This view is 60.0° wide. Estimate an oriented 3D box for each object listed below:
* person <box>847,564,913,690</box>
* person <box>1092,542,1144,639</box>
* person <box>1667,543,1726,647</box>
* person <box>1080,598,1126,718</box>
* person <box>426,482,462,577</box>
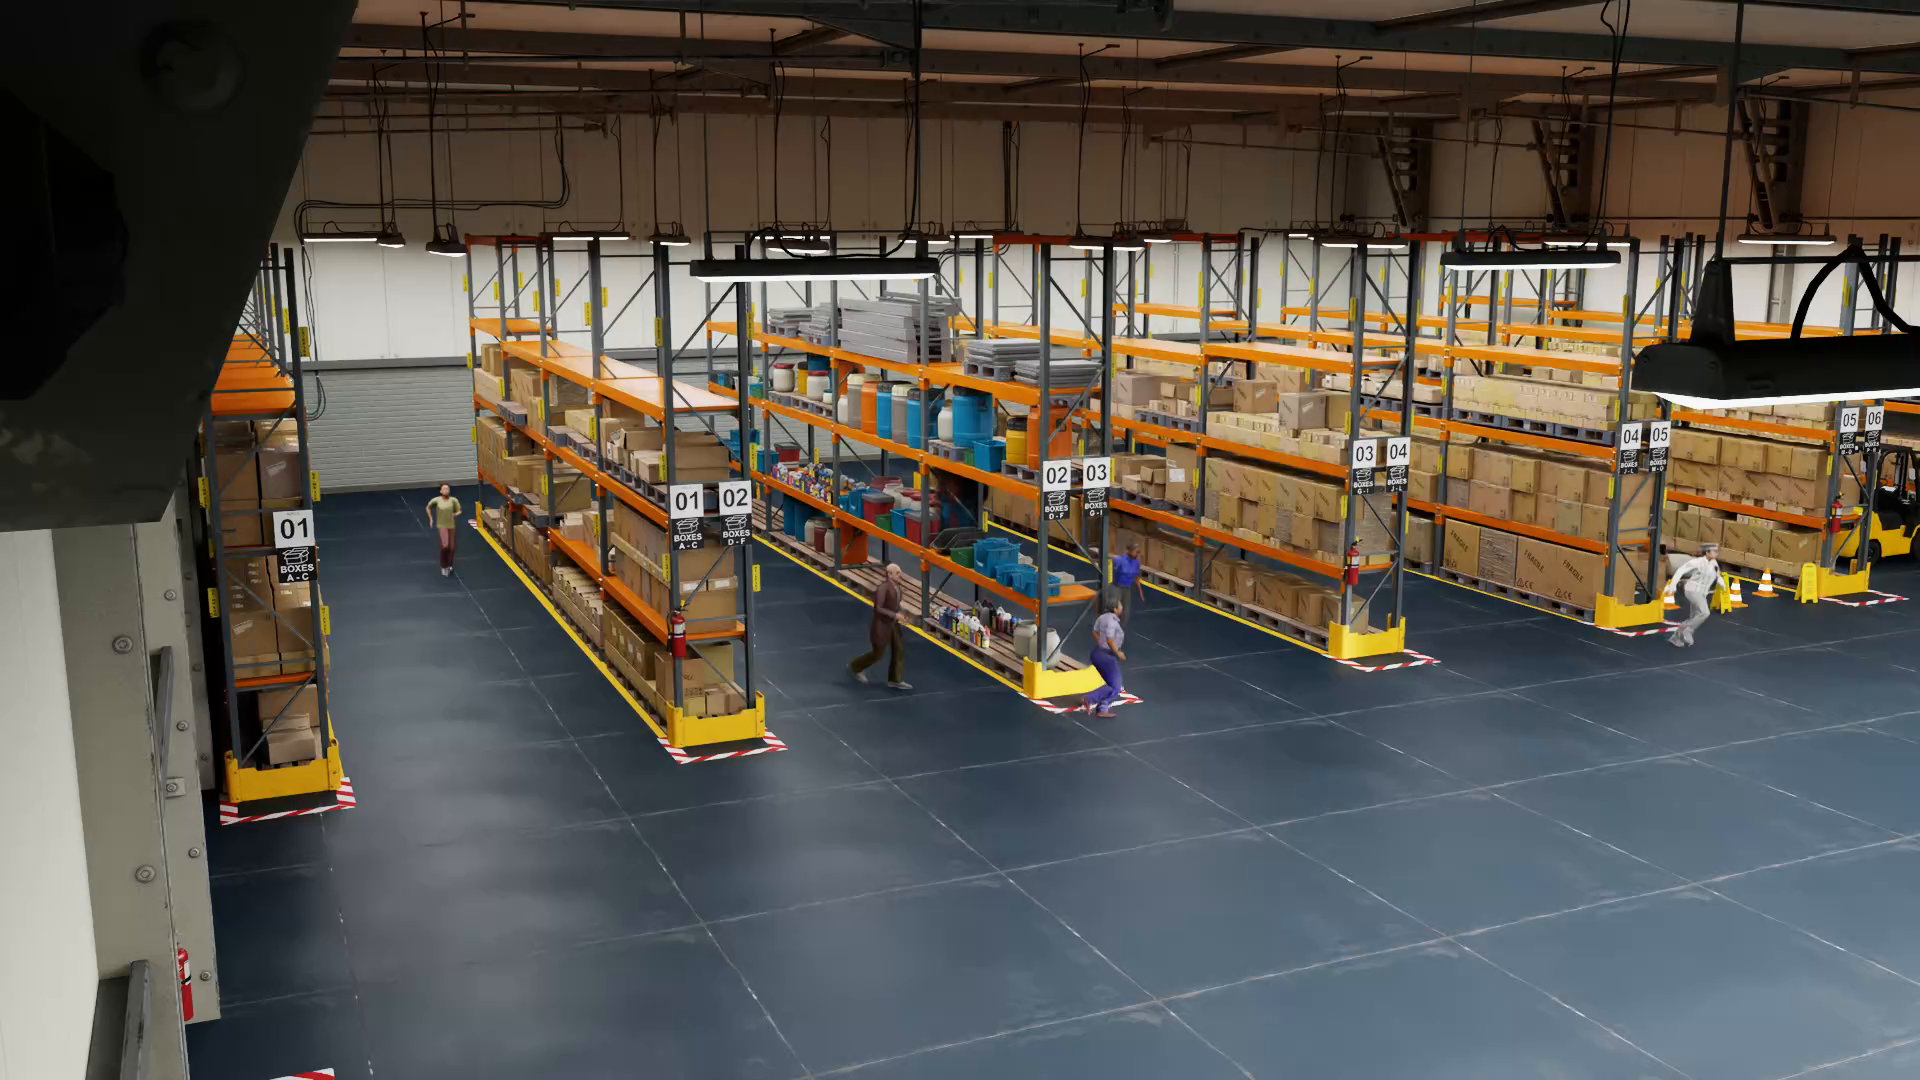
[{"bbox_3d":[-1.097,1.161,22.588,0.960,1.743,0.694,5,12,26],"label":"person"},{"bbox_3d":[2.381,0.783,24.929,0.712,1.571,0.601,-7,13,-31],"label":"person"},{"bbox_3d":[11.068,0.817,24.821,0.764,1.596,0.651,-8,13,-34],"label":"person"},{"bbox_3d":[1.801,1.518,21.208,0.588,1.581,0.606,-2,11,-11],"label":"person"},{"bbox_3d":[-9.186,-0.193,29.736,0.563,1.688,0.689,-7,13,-30],"label":"person"}]
